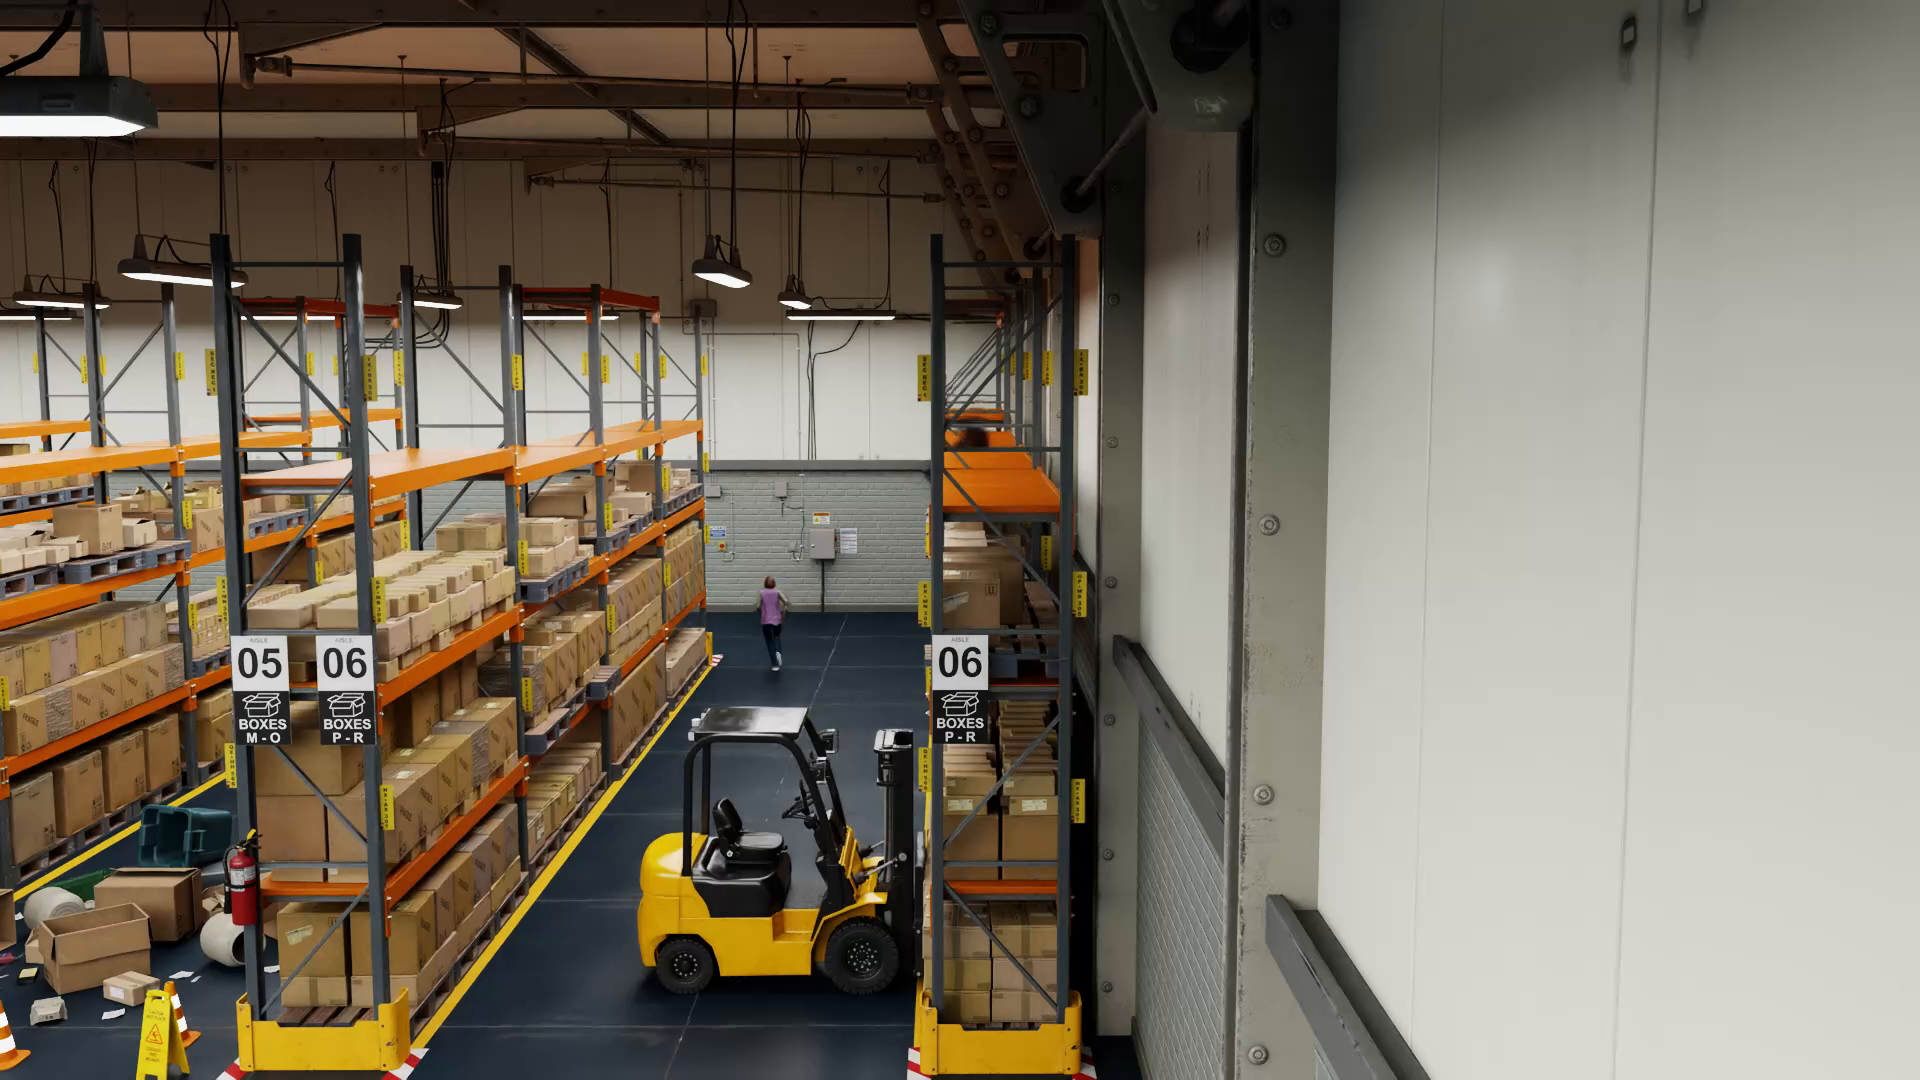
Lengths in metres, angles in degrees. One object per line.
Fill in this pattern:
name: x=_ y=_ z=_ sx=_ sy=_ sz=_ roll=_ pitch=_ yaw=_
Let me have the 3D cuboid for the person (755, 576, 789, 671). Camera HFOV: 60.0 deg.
person: x=-3.096 y=1.408 z=27.371 sx=0.533 sy=1.466 sz=0.621 roll=-2 pitch=7 yaw=-14
